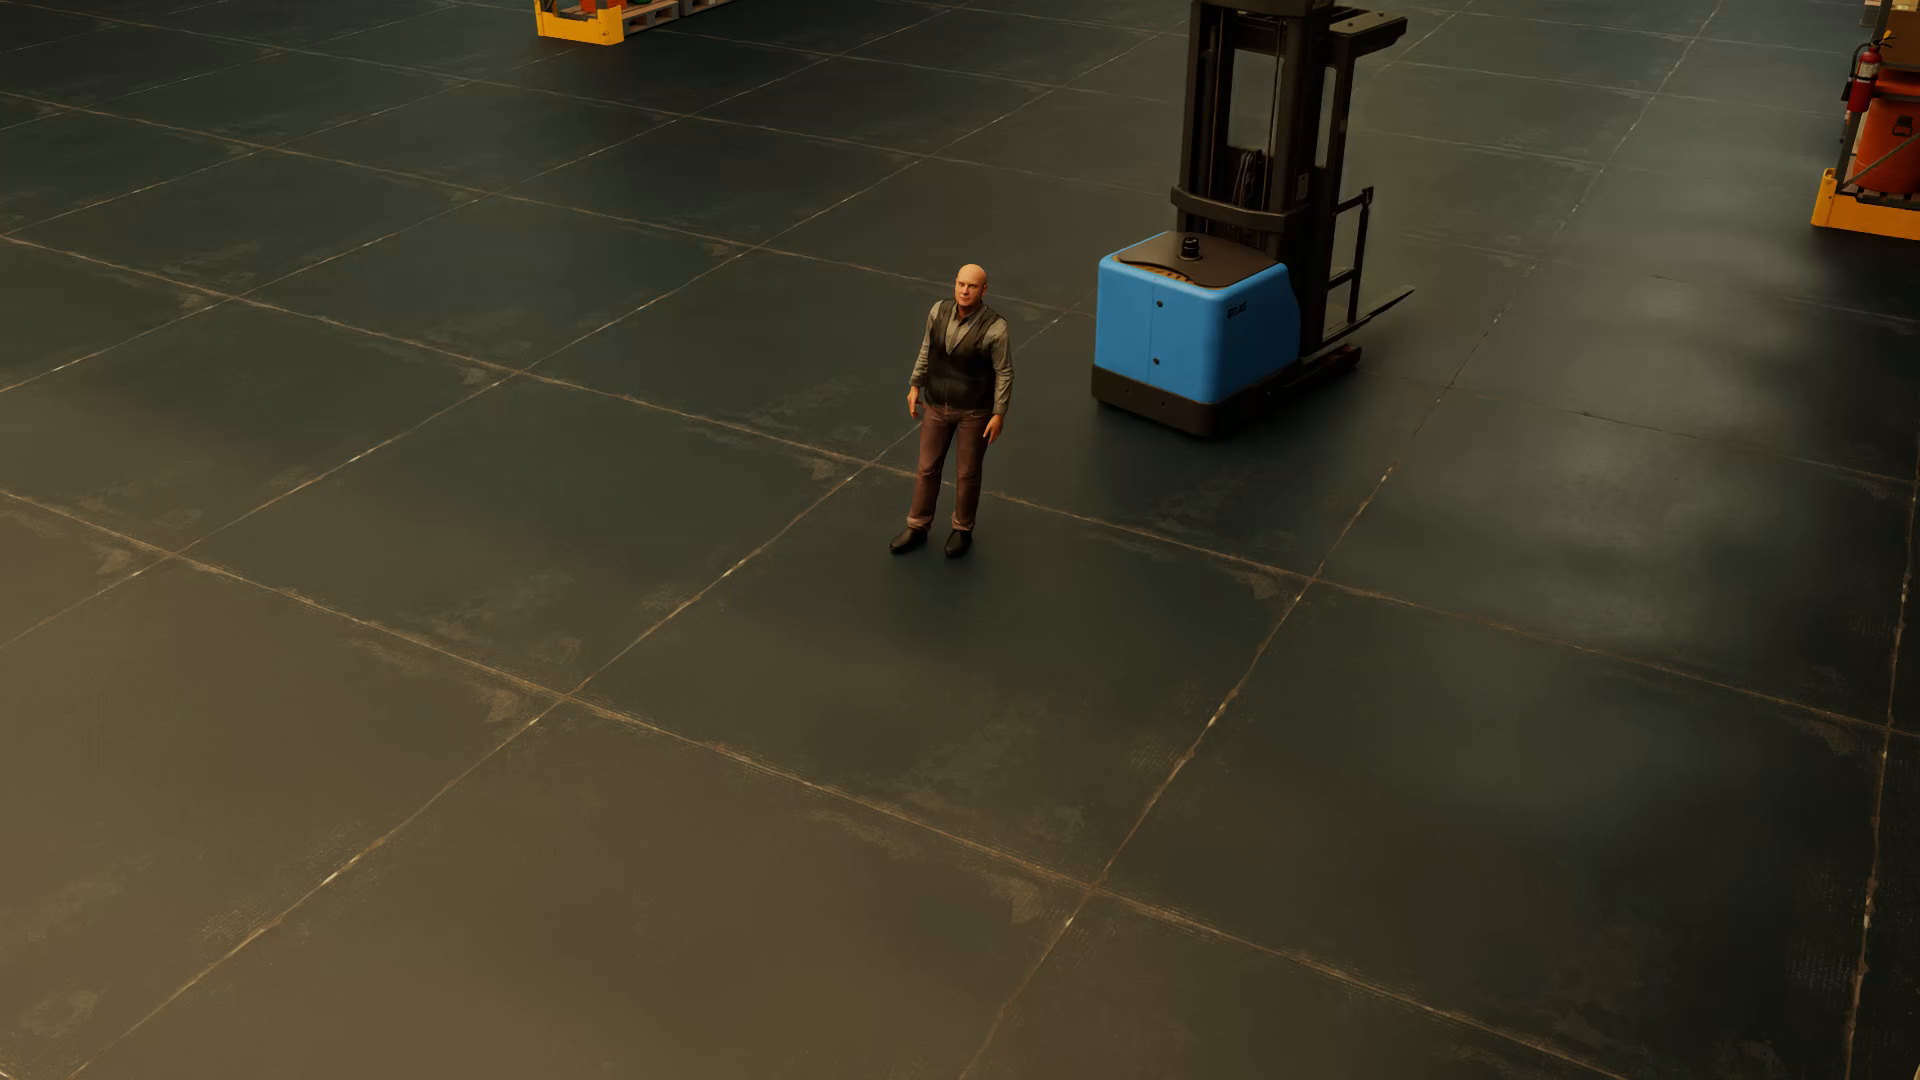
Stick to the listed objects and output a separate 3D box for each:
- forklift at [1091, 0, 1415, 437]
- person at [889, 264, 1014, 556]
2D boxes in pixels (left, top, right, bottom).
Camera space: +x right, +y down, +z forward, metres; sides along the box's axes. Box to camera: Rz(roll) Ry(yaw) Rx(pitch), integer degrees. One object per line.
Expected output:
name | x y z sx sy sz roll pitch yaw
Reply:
forklift | 2.282 -2.603 11.581 1.130 2.935 3.031 25 38 36
person | -0.037 -0.727 9.526 0.632 1.720 0.568 15 33 25
